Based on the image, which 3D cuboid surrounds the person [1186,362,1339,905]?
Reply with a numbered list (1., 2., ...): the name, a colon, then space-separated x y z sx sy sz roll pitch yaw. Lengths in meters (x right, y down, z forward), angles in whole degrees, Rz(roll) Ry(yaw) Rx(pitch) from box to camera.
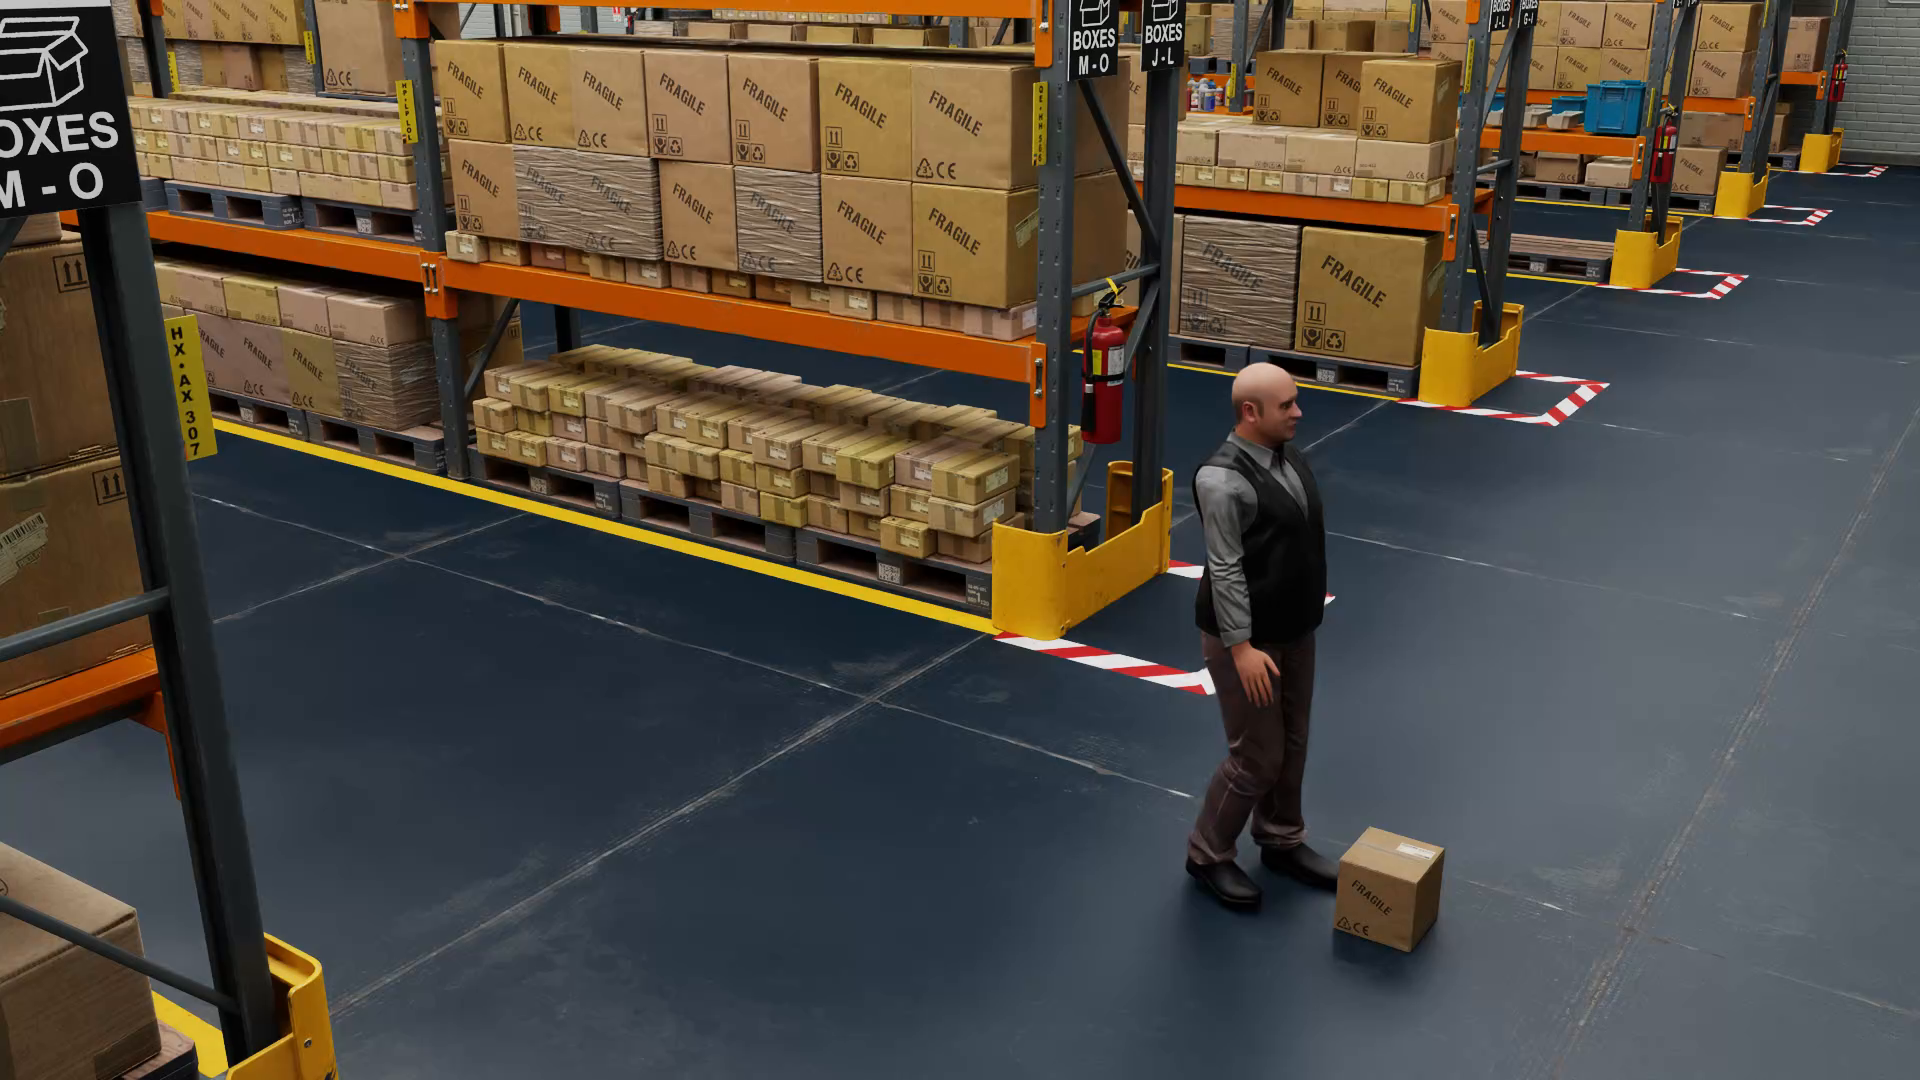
1. person: 0.984 0.309 5.208 0.480 1.733 0.572 16 25 37
